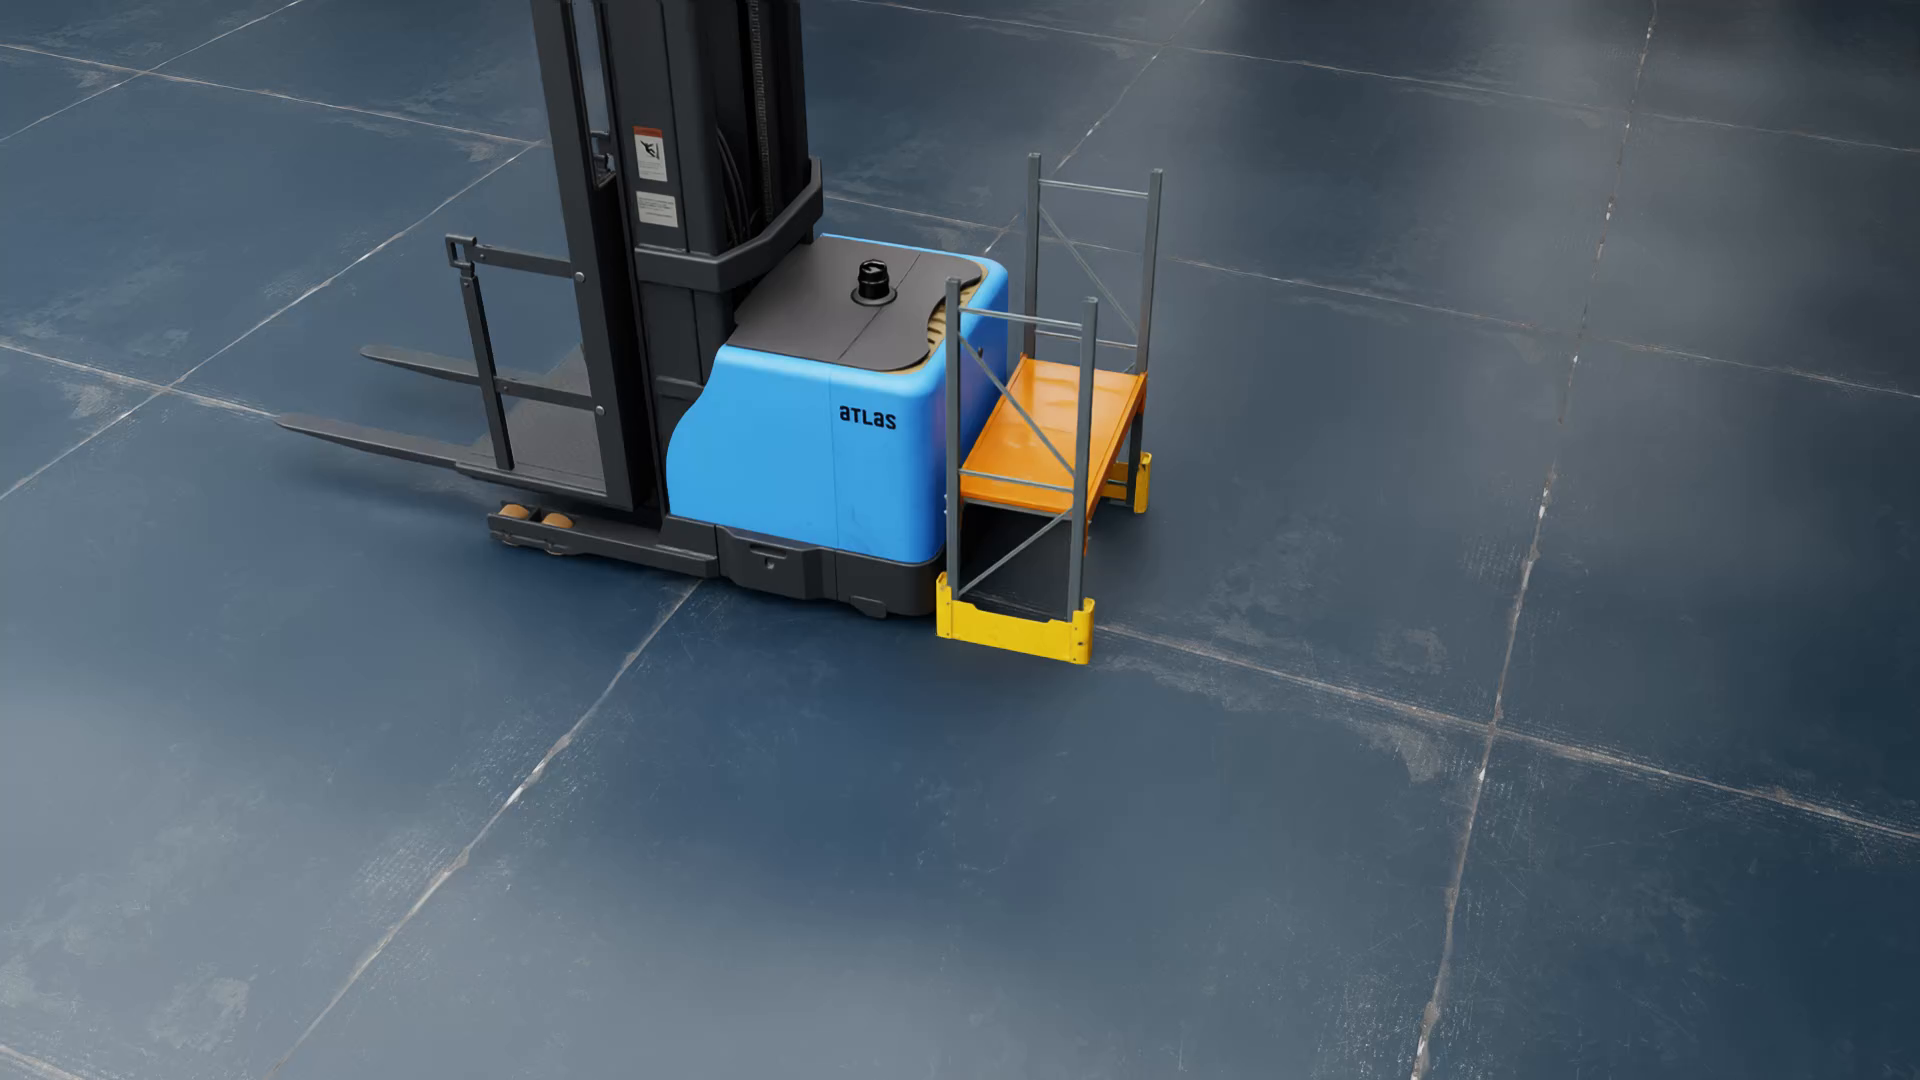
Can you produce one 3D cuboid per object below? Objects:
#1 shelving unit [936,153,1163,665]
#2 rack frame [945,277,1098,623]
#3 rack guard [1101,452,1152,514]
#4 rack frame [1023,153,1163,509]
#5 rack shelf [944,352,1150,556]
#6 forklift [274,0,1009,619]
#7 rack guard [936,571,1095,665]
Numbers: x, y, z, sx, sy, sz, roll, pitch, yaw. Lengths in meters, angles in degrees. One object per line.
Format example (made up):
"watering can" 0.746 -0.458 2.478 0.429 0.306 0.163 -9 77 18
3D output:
"shelving unit" 0.348 -0.497 6.162 0.587 1.500 1.083 10 38 14
"rack frame" 0.195 -0.201 5.766 0.500 1.500 0.032 10 38 14
"rack guard" 0.495 -0.281 6.917 0.587 0.250 0.087 10 38 14
"rack frame" 0.495 -0.782 6.544 0.500 1.500 0.032 10 38 14
"rack shelf" 0.345 -0.347 6.262 0.538 0.185 1.000 10 38 14
"forklift" -1.373 -1.399 6.174 3.031 2.935 1.130 11 38 15
"rack guard" 0.201 0.289 6.155 0.587 0.250 0.087 10 38 14
